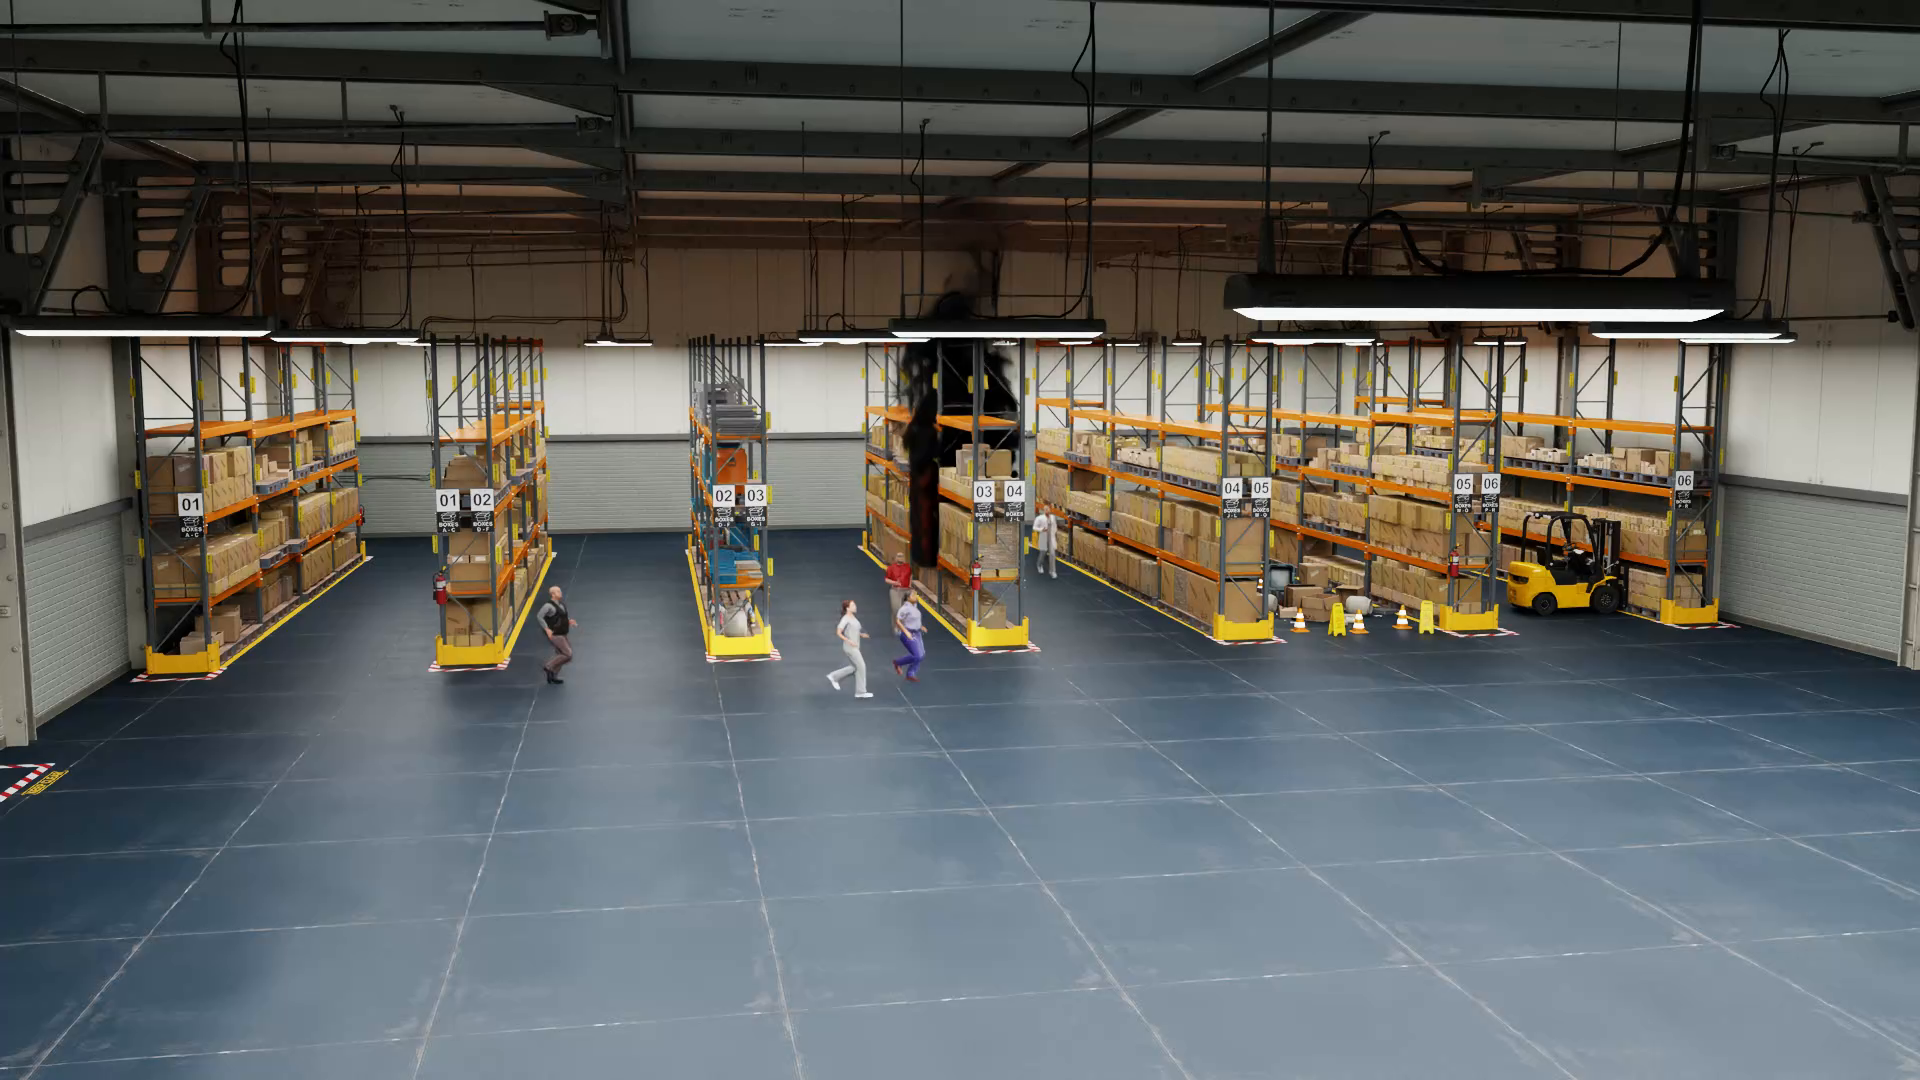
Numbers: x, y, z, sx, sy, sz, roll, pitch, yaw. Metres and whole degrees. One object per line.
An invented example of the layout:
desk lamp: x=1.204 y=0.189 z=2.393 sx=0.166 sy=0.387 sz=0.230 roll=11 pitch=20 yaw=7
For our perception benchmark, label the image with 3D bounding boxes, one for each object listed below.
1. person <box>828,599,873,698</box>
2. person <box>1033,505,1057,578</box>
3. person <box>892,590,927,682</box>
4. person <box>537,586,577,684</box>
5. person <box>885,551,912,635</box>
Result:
person: x=-1.822 y=1.779 z=27.368 sx=0.802 sy=1.635 sz=0.575 roll=2 pitch=7 yaw=13
person: x=2.167 y=0.019 z=41.905 sx=0.710 sy=1.793 sz=1.056 roll=-2 pitch=7 yaw=-17
person: x=-0.863 y=1.658 z=28.715 sx=0.550 sy=1.607 sz=0.615 roll=2 pitch=7 yaw=20
person: x=-6.840 y=1.629 z=28.439 sx=0.589 sy=1.680 sz=0.650 roll=1 pitch=7 yaw=11
person: x=-1.161 y=1.081 z=33.148 sx=0.640 sy=1.705 sz=0.645 roll=-3 pitch=7 yaw=-22
